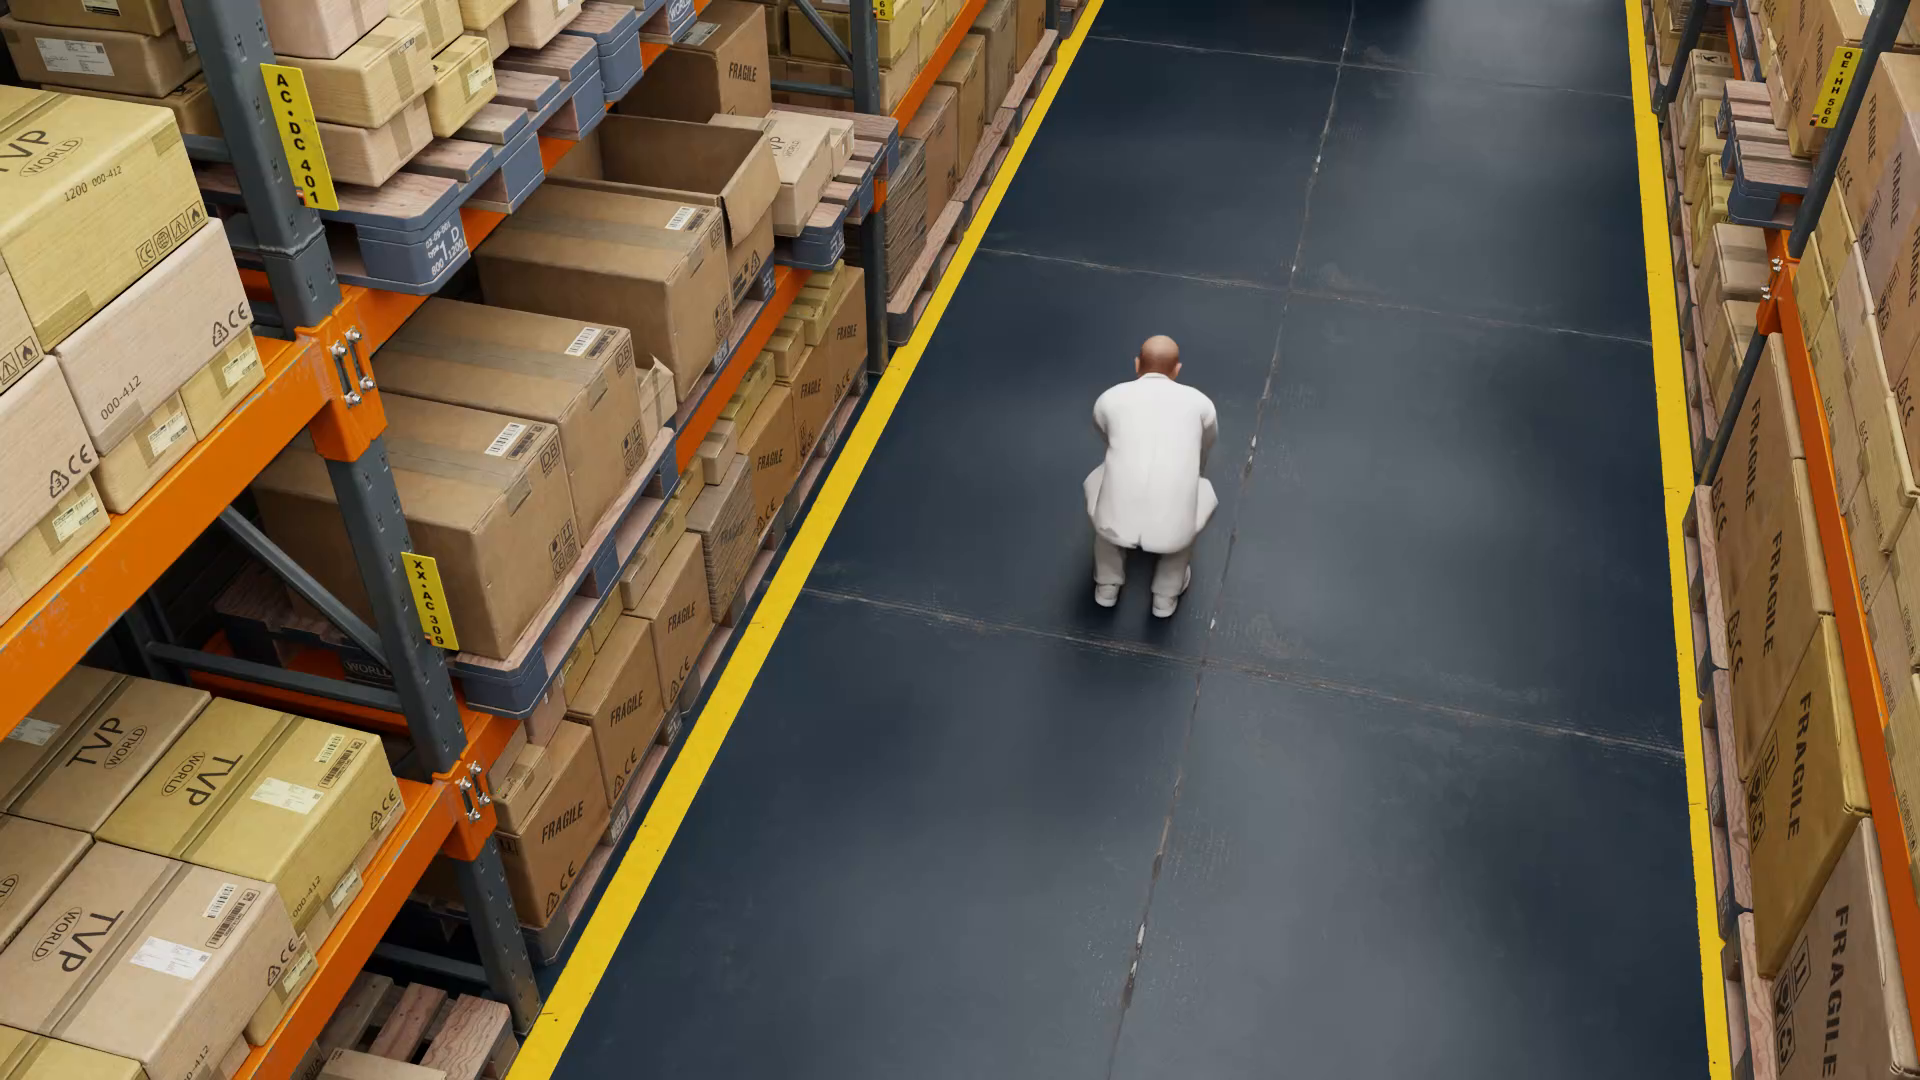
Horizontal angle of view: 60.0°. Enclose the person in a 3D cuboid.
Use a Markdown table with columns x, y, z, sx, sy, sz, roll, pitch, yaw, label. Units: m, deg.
| x | y | z | sx | sy | sz | roll | pitch | yaw | label |
| --- | --- | --- | --- | --- | --- | --- | --- | --- | --- |
| 0.824 | -0.271 | 7.085 | 0.577 | 1.006 | 0.930 | 9 | 41 | 10 | person |
